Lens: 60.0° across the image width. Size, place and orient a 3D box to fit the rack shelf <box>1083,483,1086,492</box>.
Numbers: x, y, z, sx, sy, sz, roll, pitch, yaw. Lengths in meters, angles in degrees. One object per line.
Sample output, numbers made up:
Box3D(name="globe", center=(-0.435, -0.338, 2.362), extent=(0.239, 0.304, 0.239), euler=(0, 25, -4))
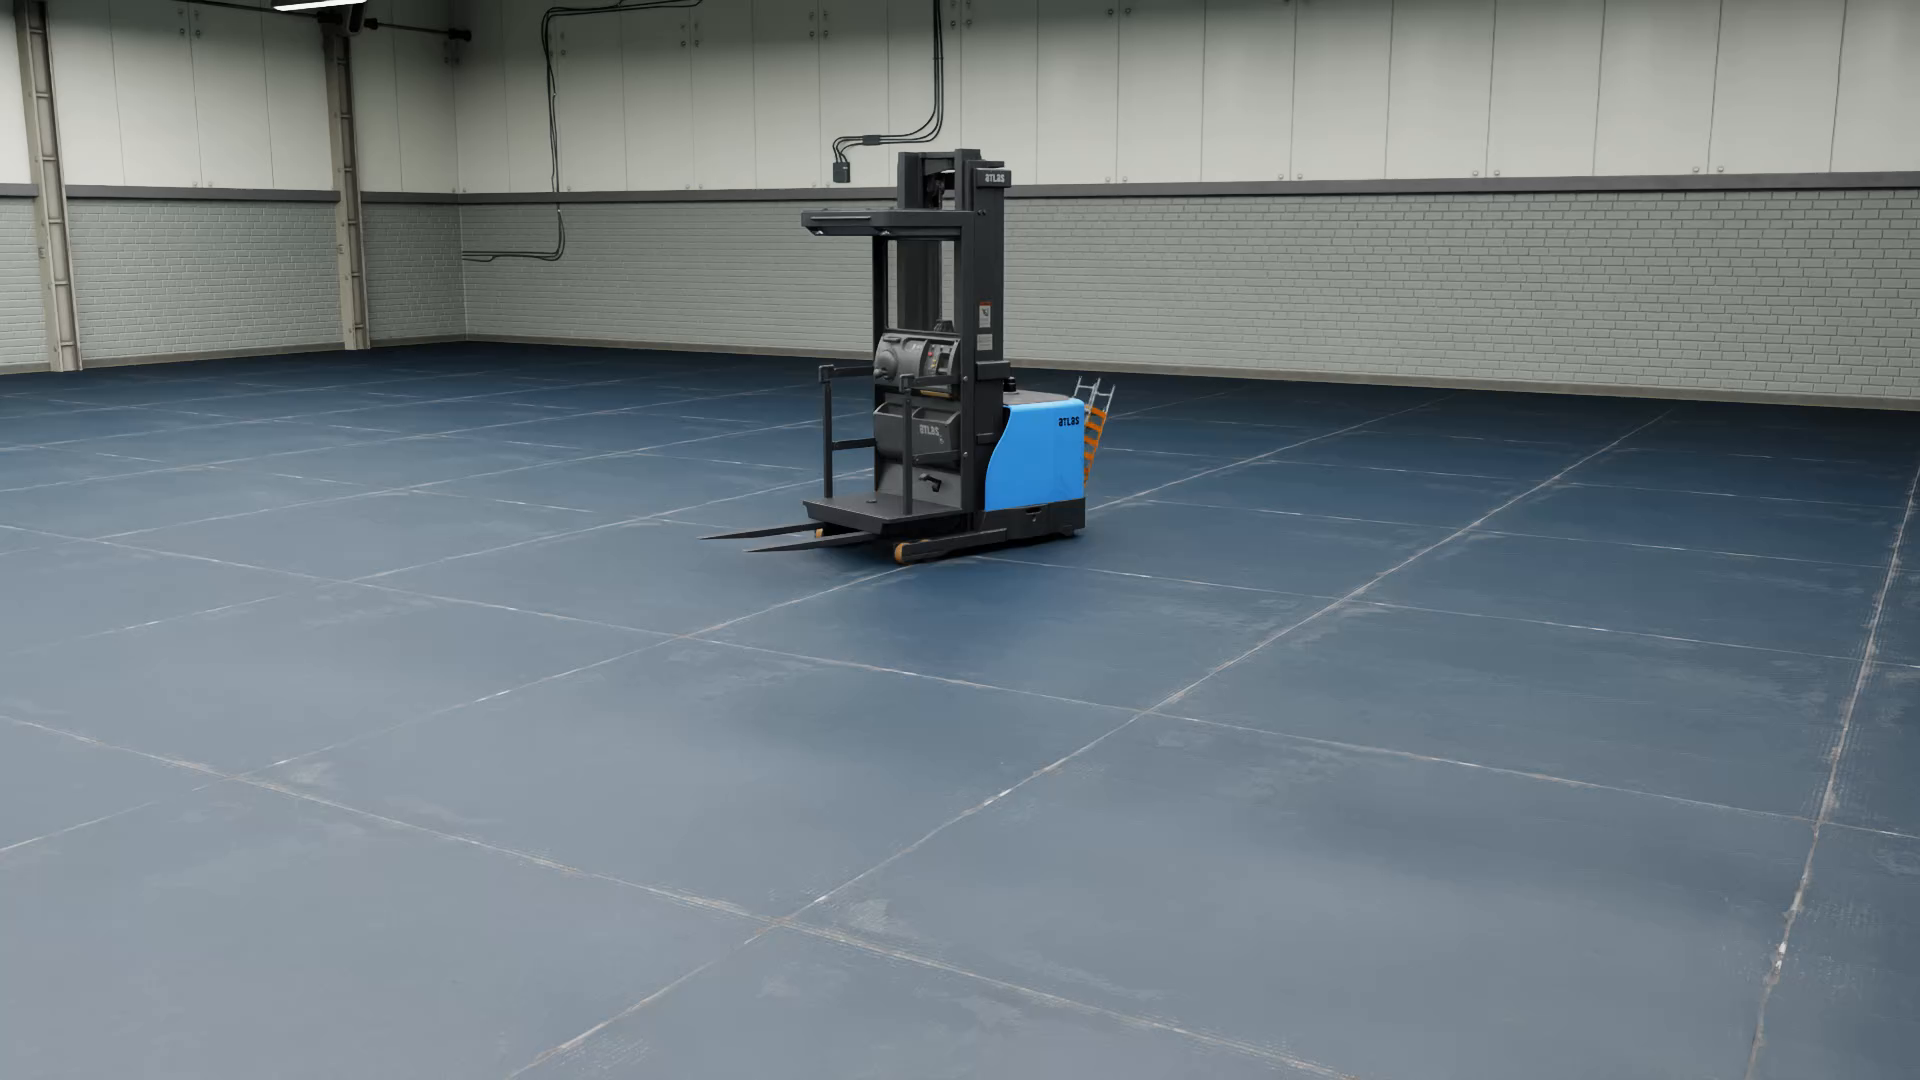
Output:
Box3D(name="rack shelf", center=(0.865, -0.454, 13.508), extent=(0.180, 0.103, 0.258), euler=(21, -5, -41))

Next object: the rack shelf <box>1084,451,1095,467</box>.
Box3D(name="rack shelf", center=(0.935, -0.683, 13.525), extent=(0.180, 0.103, 0.258), euler=(21, -5, -41))

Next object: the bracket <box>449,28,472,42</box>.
Box3D(name="bracket", center=(-10.318, -10.421, 34.295), extent=(0.235, 0.232, 0.430), euler=(6, 12, 31))

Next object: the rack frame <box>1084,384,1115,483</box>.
Box3D(name="rack frame", center=(1.013, -0.701, 13.589), extent=(0.006, 1.200, 0.240), euler=(21, -5, -41))

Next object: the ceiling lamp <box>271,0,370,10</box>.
Box3D(name="ceiling lamp", center=(-10.014, -10.055, 26.261), extent=(2.000, 3.185, 0.800), euler=(6, 12, 31))

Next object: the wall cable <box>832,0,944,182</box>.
Box3D(name="wall cable", center=(-1.302, -9.346, 29.097), extent=(2.305, 6.003, 0.169), euler=(6, 12, 31))

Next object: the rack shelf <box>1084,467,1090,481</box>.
Box3D(name="rack shelf", center=(0.900, -0.569, 13.517), extent=(0.180, 0.103, 0.258), euler=(21, -5, -41))

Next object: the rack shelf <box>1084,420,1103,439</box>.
Box3D(name="rack shelf", center=(1.005, -0.912, 13.543), extent=(0.180, 0.103, 0.258), euler=(21, -5, -41))

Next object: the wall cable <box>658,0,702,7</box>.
Box3D(name="wall cable", center=(-4.450, -11.222, 30.710), extent=(3.097, 2.526, 0.112), euler=(6, 12, 31))

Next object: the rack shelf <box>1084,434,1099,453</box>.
Box3D(name="rack shelf", center=(0.970, -0.797, 13.534), extent=(0.180, 0.103, 0.258), euler=(21, -5, -41))

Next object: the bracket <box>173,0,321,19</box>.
Box3D(name="bracket", center=(-13.317, -9.512, 29.442), extent=(0.076, 0.066, 4.783), euler=(6, 12, 31))

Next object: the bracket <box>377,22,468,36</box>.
Box3D(name="bracket", center=(-10.625, -10.328, 33.799), extent=(0.076, 0.066, 3.189), euler=(6, 12, 31))

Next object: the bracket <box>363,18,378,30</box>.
Box3D(name="bracket", center=(-11.548, -10.048, 32.304), extent=(0.235, 0.232, 0.430), euler=(6, 12, 31))

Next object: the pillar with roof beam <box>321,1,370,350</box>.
Box3D(name="pillar with roof beam", center=(-8.388, -7.836, 30.271), extent=(9.100, 9.000, 0.548), euler=(6, 12, 31))

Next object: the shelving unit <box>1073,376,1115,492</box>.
Box3D(name="shelving unit", center=(0.948, -0.725, 13.529), extent=(0.189, 1.200, 0.258), euler=(21, -5, -41))

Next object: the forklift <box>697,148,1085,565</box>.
Box3D(name="forklift", center=(-0.482, -1.368, 12.211), extent=(3.031, 2.935, 1.130), euler=(-9, 14, -39))

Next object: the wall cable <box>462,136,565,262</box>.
Box3D(name="wall cable", center=(-9.408, -7.058, 34.553), extent=(3.097, 2.526, 0.112), euler=(6, 12, 31))

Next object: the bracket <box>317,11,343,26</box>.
Box3D(name="bracket", center=(-11.979, -9.917, 31.607), extent=(0.235, 0.232, 0.430), euler=(6, 12, 31))

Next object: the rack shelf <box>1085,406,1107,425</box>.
Box3D(name="rack shelf", center=(1.040, -1.026, 13.551), extent=(0.180, 0.103, 0.258), euler=(21, -5, -41))

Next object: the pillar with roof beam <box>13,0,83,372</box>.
Box3D(name="pillar with roof beam", center=(-11.503, -6.892, 25.230), extent=(9.100, 9.000, 0.548), euler=(6, 12, 31))

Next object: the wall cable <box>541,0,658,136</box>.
Box3D(name="wall cable", center=(-7.095, -9.282, 32.708), extent=(3.097, 2.526, 0.112), euler=(6, 12, 31))

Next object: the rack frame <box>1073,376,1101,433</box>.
Box3D(name="rack frame", center=(0.884, -0.750, 13.469), extent=(0.006, 1.200, 0.240), euler=(21, -5, -41))
